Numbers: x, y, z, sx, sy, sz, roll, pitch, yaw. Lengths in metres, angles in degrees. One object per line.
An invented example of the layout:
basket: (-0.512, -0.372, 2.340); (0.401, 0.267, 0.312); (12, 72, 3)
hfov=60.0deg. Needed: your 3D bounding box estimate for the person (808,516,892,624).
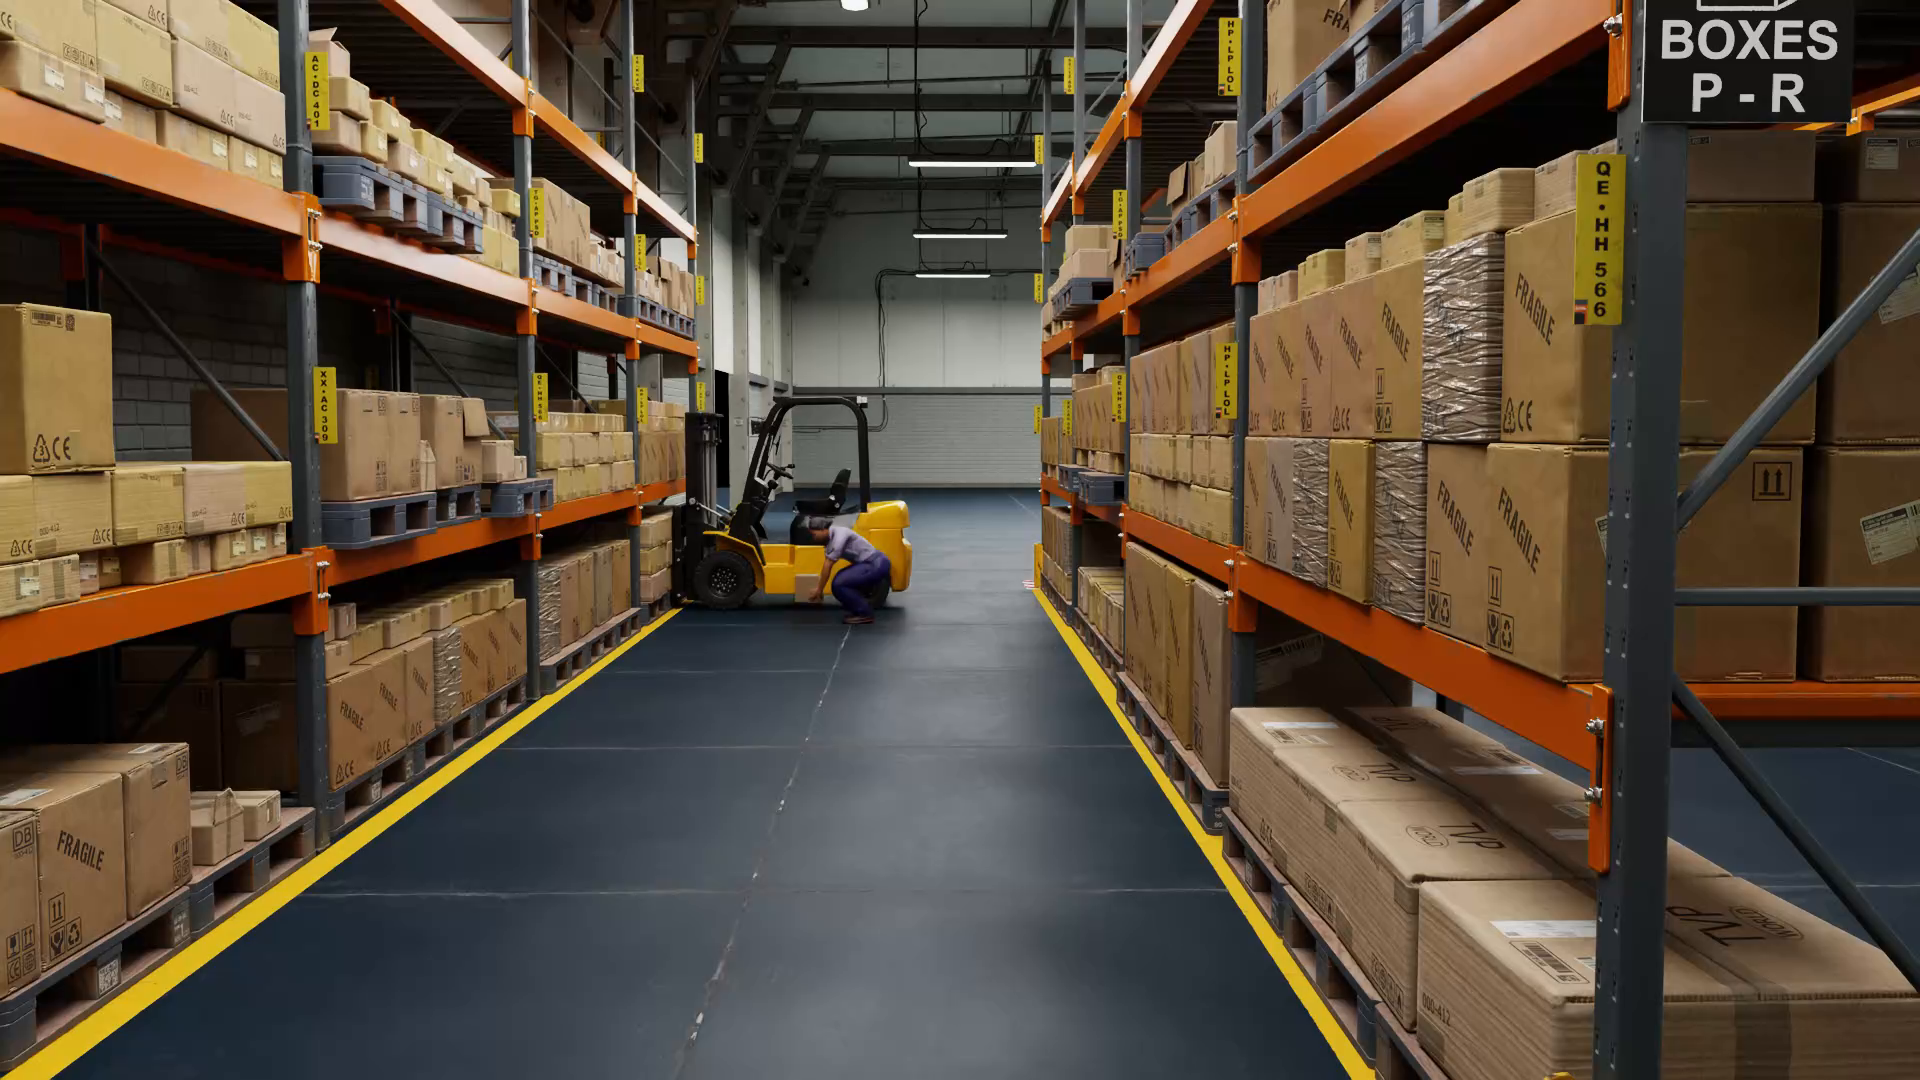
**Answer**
person: (-1.049, 0.279, 15.738); (0.803, 1.013, 0.529); (0, 4, -1)
